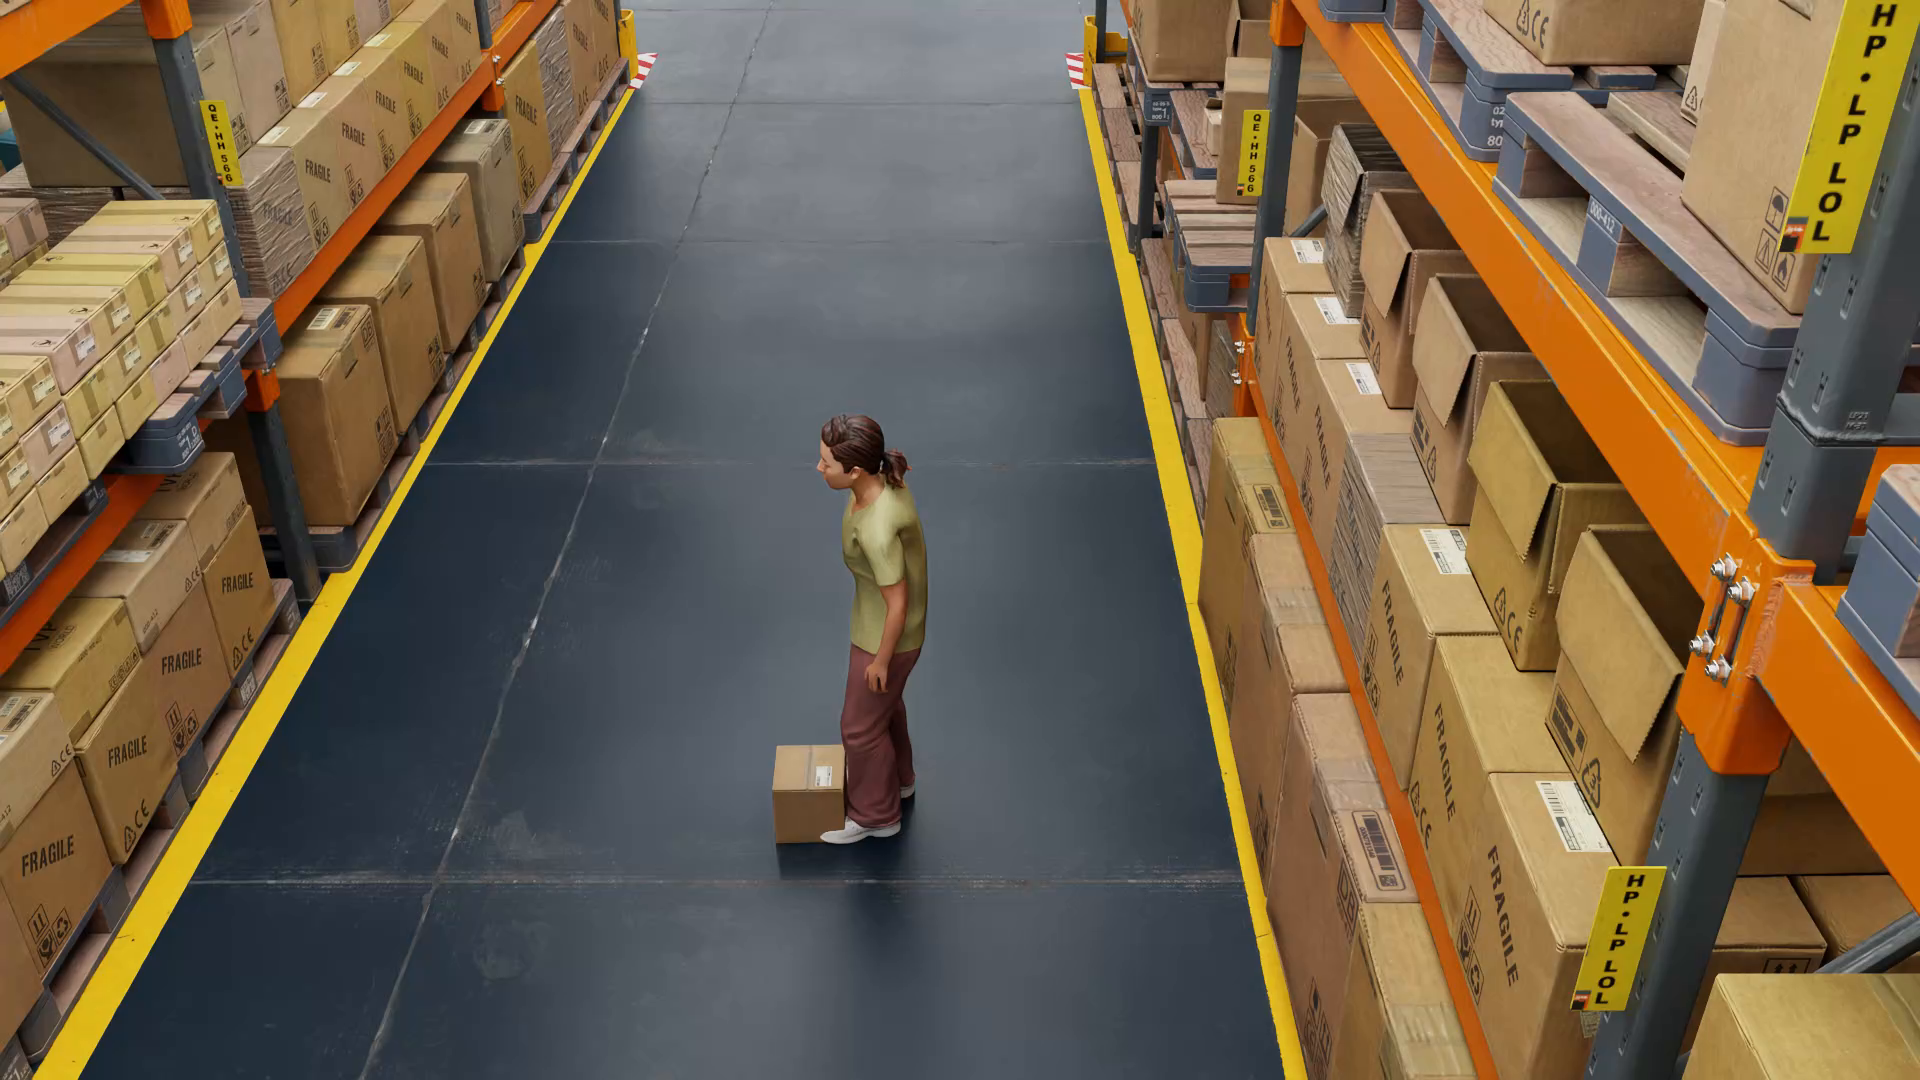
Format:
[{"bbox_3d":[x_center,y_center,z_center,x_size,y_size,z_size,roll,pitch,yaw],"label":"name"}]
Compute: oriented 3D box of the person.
[{"bbox_3d":[-0.314,0.303,5.644,0.408,1.672,0.498,0,32,0],"label":"person"}]
